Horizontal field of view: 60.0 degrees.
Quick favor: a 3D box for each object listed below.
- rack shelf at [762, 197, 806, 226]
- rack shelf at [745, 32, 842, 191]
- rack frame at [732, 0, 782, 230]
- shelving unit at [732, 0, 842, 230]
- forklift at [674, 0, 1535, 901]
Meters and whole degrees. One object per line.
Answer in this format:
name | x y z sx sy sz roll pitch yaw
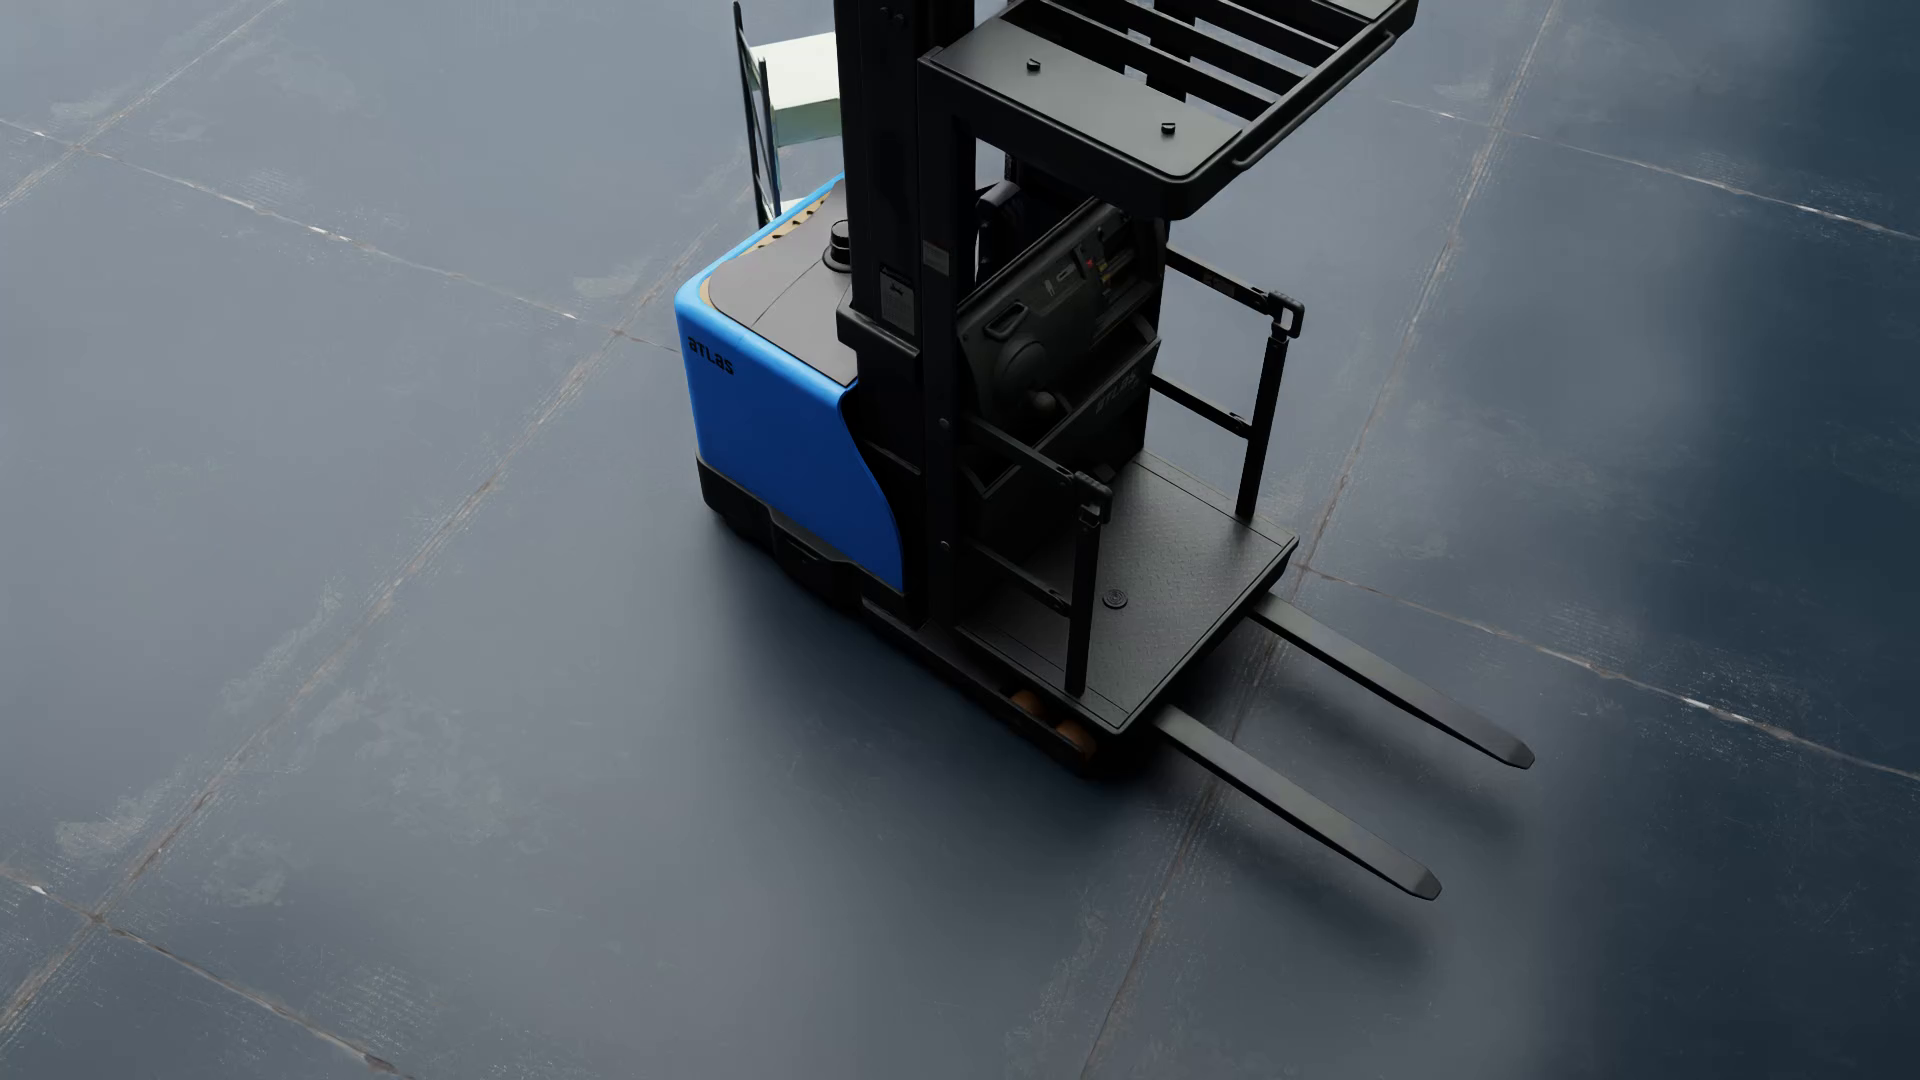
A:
rack shelf | -0.389 -1.166 6.685 0.720 0.370 0.431 -15 51 -12
rack shelf | -0.390 -1.632 6.140 0.720 0.370 0.431 -15 51 -12
rack frame | -0.736 -1.288 6.360 0.023 1.500 0.400 -15 51 -12
shelving unit | -0.389 -1.378 6.437 0.755 1.500 0.431 -15 51 -12
forklift | 0.480 -0.646 4.875 3.031 2.935 1.130 32 57 24
